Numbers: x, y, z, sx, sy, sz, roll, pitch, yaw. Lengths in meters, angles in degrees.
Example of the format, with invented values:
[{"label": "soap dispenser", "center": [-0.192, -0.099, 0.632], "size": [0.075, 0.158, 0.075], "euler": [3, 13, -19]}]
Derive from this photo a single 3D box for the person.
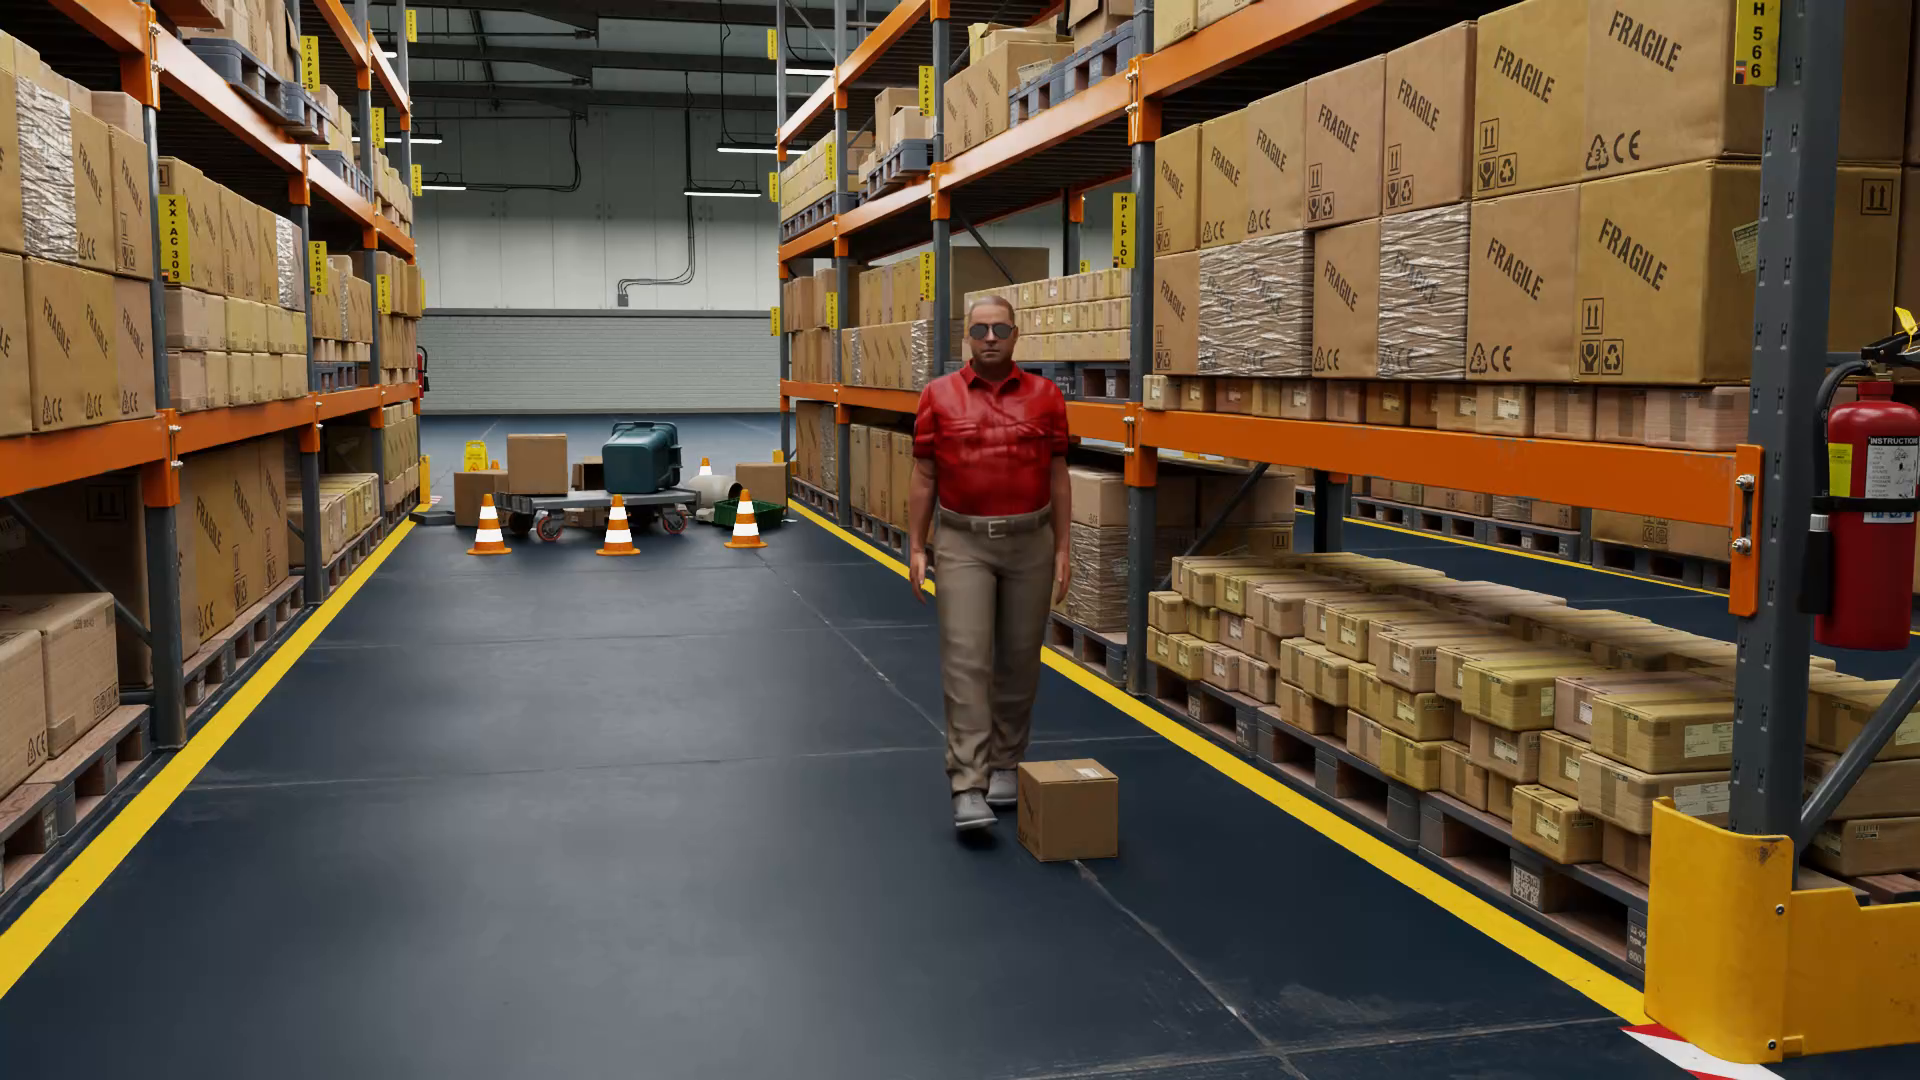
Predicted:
[{"label": "person", "center": [0.130, 0.060, 5.423], "size": [0.553, 1.713, 0.731], "euler": [-1, 6, -9]}]
